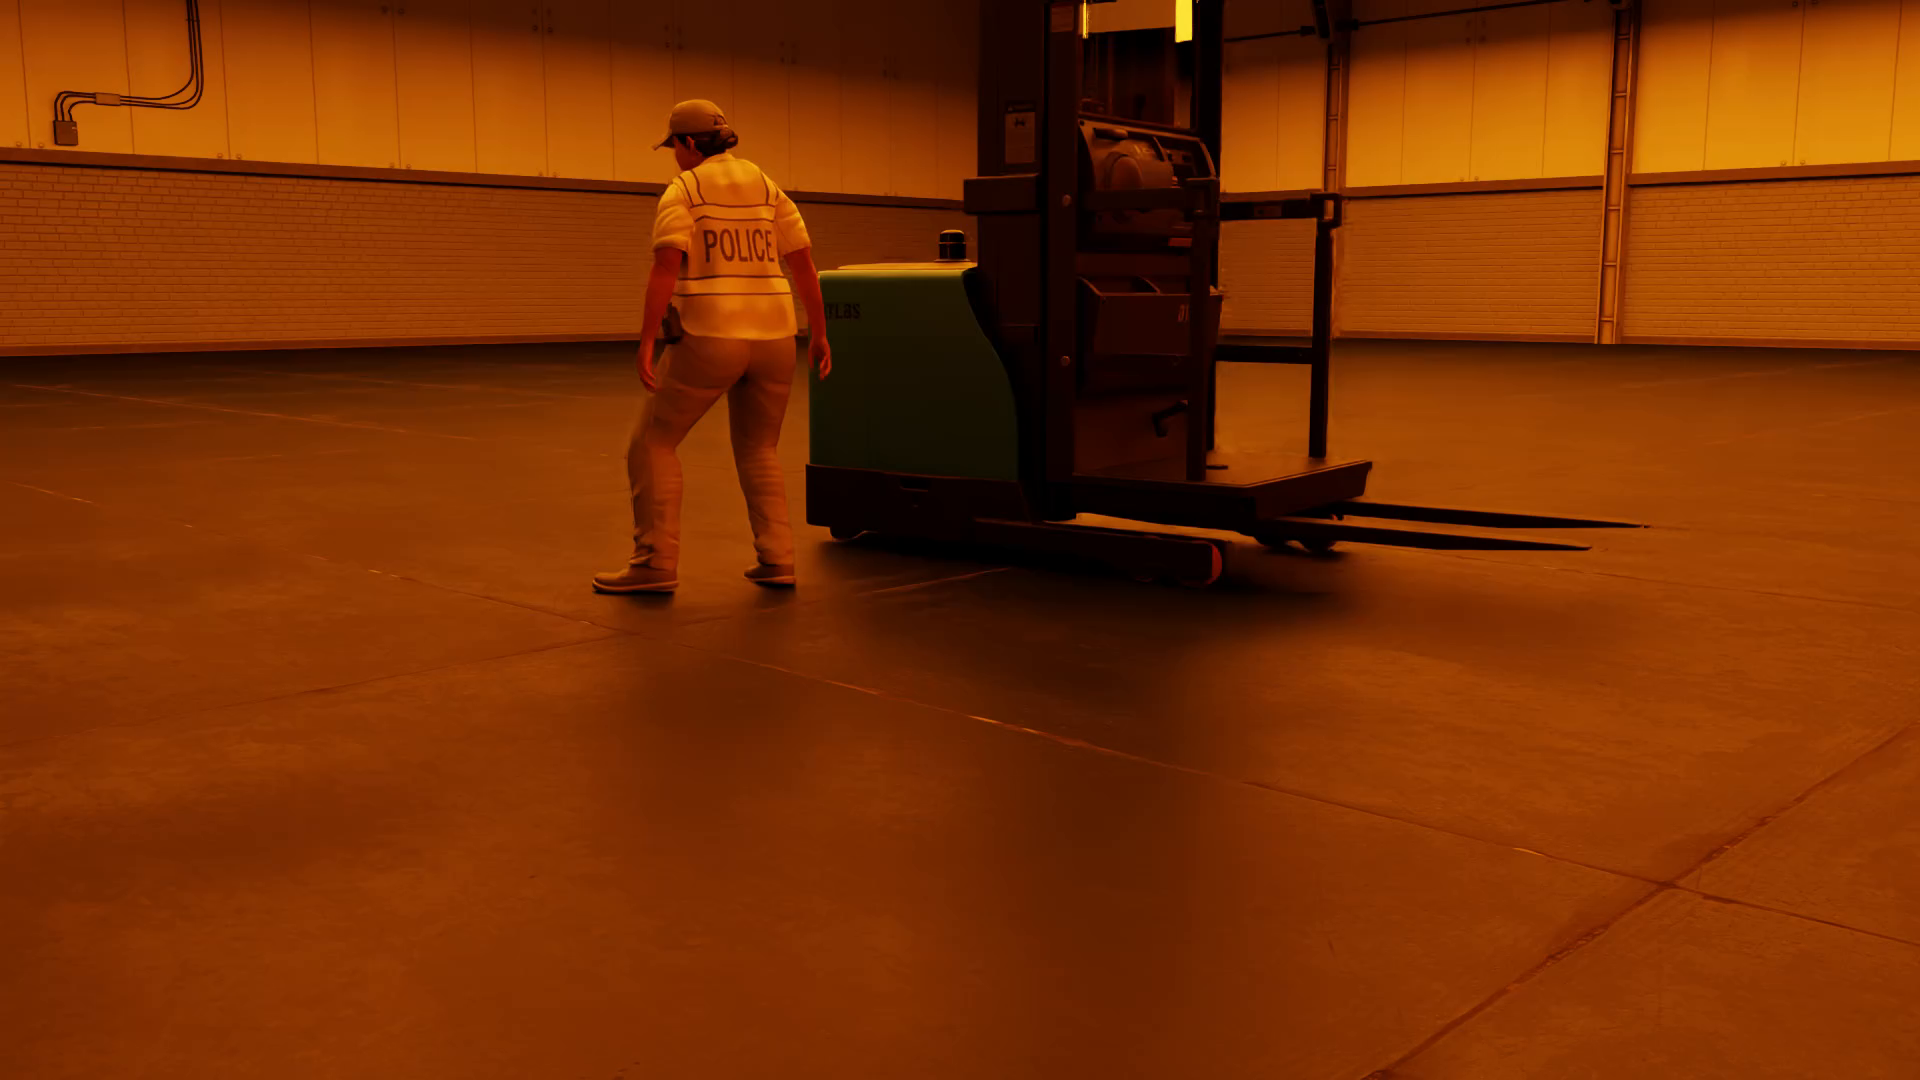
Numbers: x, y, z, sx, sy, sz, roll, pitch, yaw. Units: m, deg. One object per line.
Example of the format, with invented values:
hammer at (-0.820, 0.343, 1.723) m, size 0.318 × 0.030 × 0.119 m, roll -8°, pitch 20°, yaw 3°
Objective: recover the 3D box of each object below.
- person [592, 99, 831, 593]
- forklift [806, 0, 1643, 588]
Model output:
person at (-0.836, -0.650, 5.597) m, size 0.811 × 1.637 × 0.470 m, roll -7°, pitch 11°, yaw -37°
forklift at (0.873, -1.376, 6.009) m, size 3.031 × 2.935 × 1.130 m, roll 6°, pitch 11°, yaw 36°
